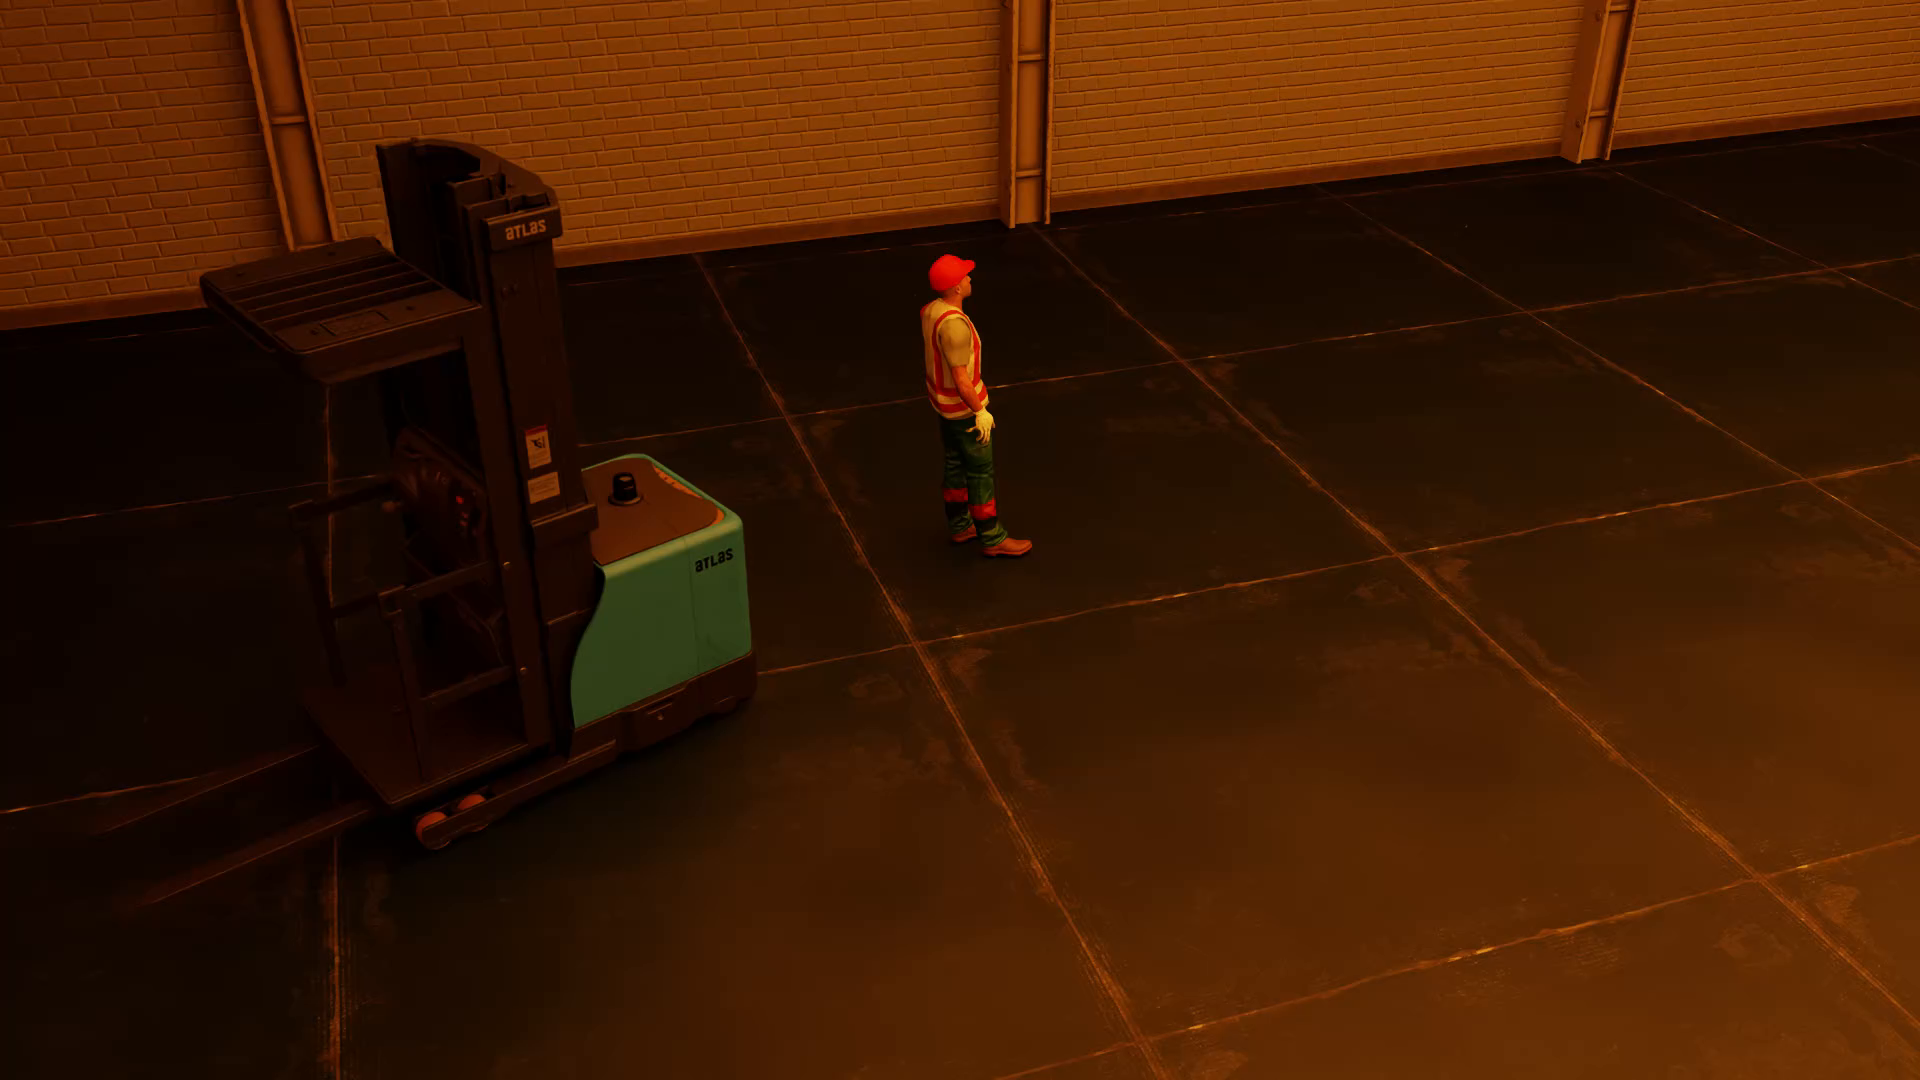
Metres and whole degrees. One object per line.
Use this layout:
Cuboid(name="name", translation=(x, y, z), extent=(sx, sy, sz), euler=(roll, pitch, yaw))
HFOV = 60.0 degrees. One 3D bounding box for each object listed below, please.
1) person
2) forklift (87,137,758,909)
Cuboid(name="person", translation=(0.080, -0.789, 9.590), extent=(0.562, 1.789, 0.638), euler=(-10, 31, -16))
Cuboid(name="forklift", translation=(-2.494, -0.159, 7.363), extent=(3.031, 2.935, 1.130), euler=(-23, 37, -34))
